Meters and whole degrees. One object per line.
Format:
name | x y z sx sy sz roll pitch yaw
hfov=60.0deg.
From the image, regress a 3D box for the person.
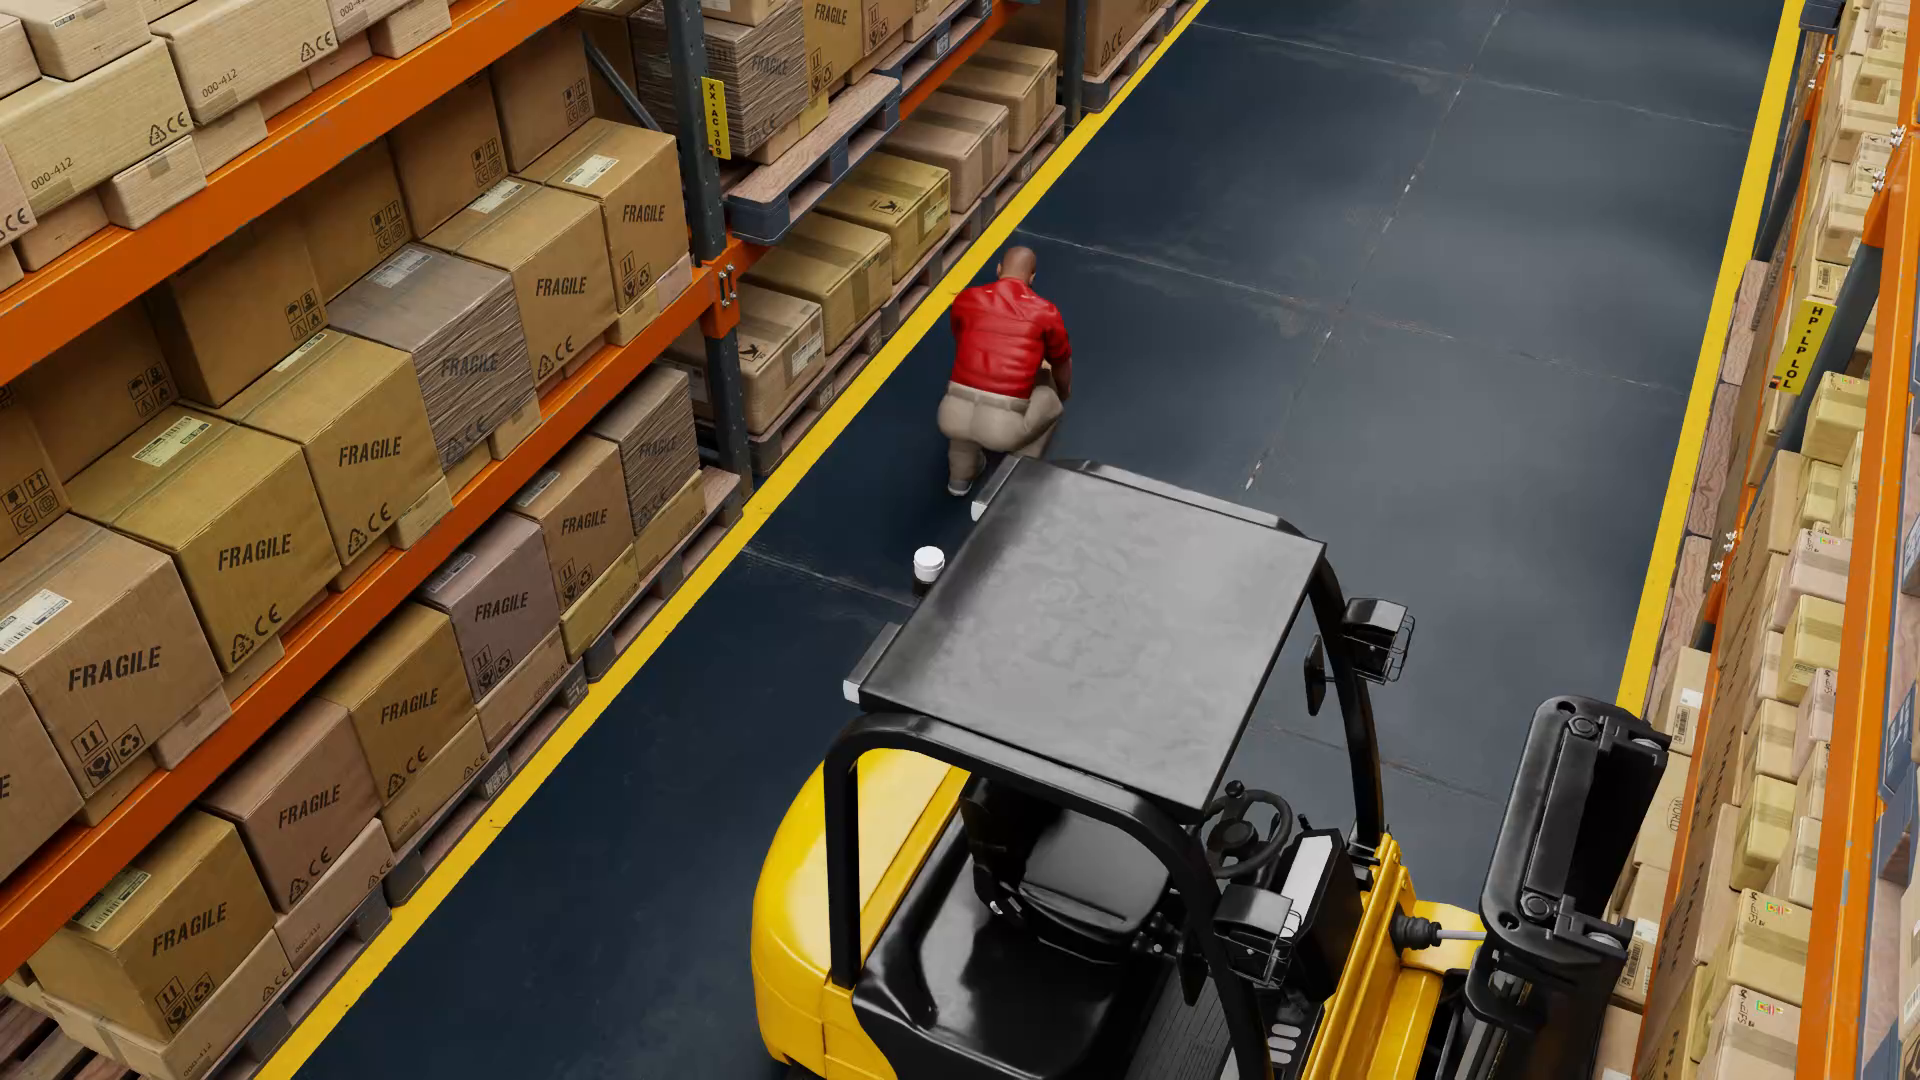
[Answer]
person | 0.177 -0.719 7.509 0.570 1.028 0.871 16 44 18
